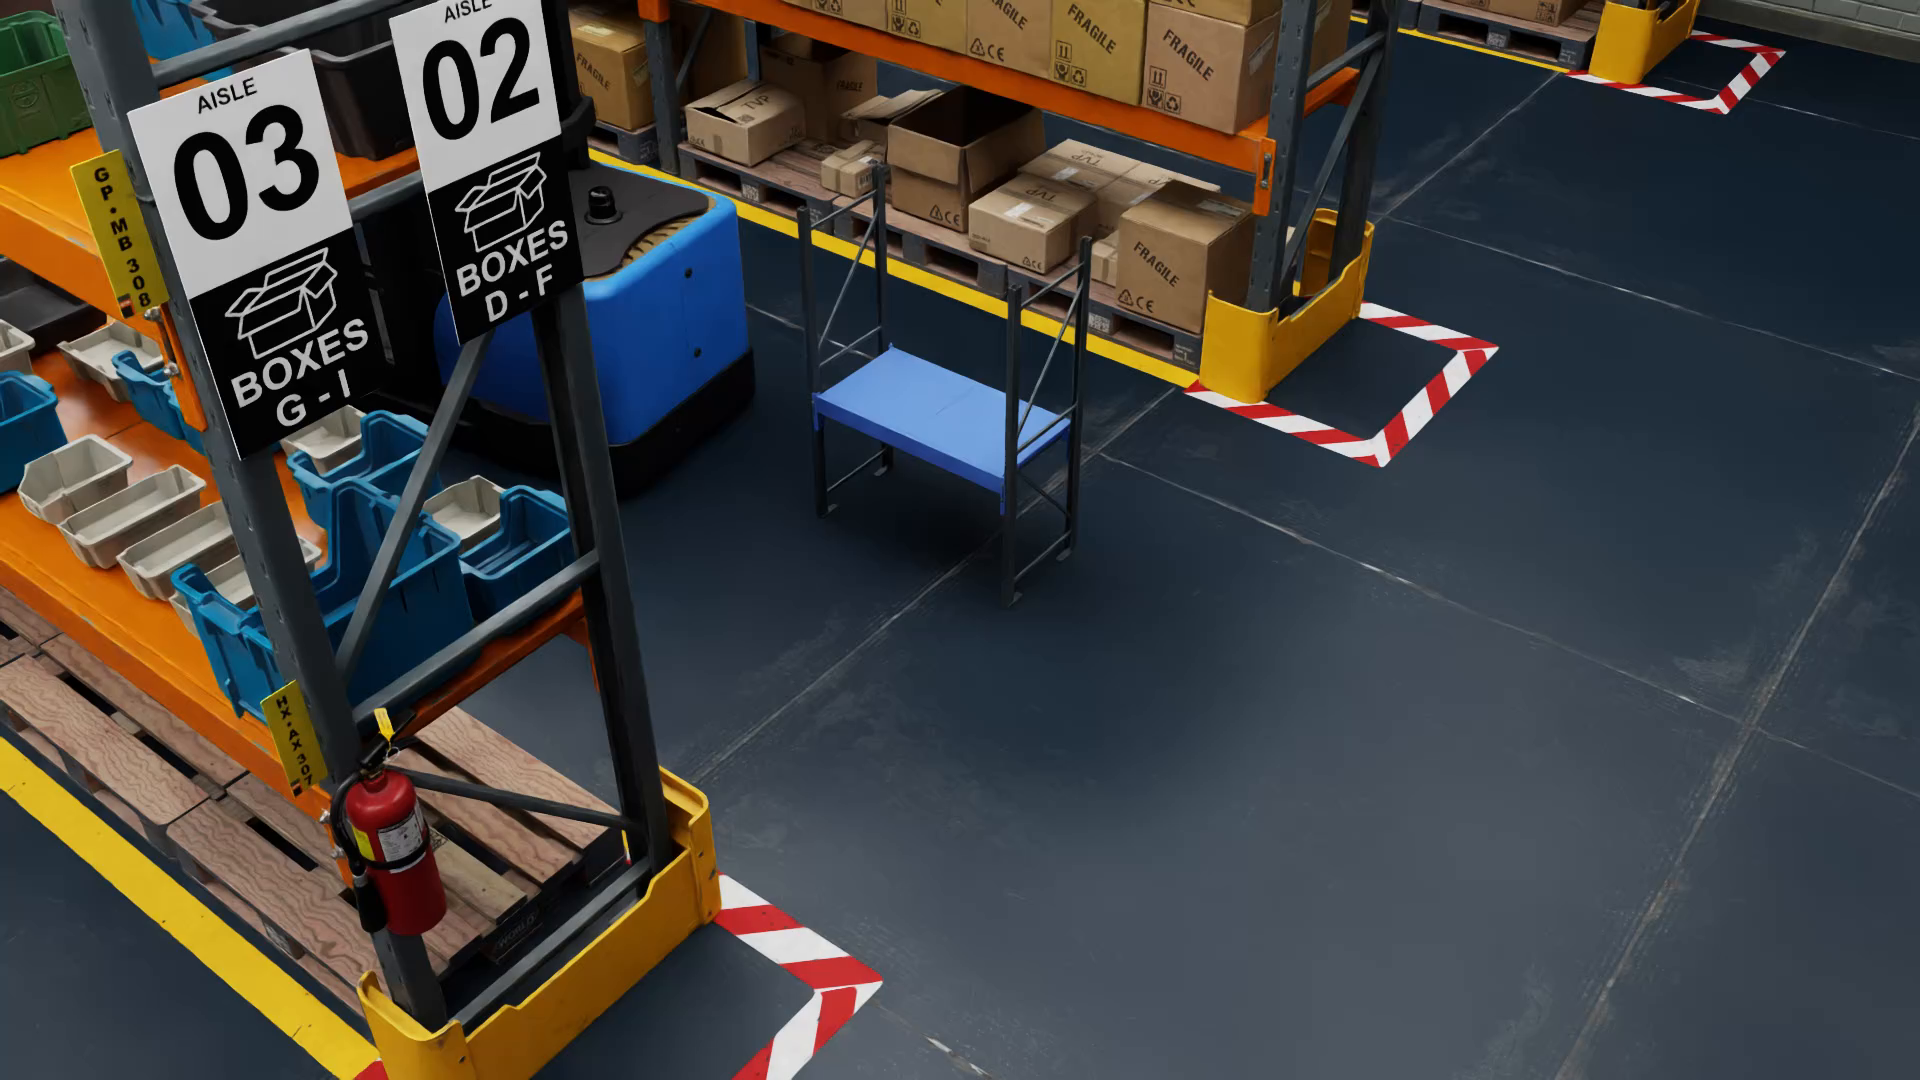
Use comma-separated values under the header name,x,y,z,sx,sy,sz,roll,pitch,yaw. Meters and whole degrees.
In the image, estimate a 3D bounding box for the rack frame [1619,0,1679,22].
name,x,y,z,sx,sy,sz,roll,pitch,yaw
rack frame,4.716,-4.575,10.660,0.127,3.000,1.000,25,45,29

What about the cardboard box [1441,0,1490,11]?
name,x,y,z,sx,sy,sz,roll,pitch,yaw
cardboard box,3.702,-4.157,11.813,0.500,0.500,0.700,25,45,28

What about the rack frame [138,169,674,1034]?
name,x,y,z,sx,sy,sz,roll,pitch,yaw
rack frame,-1.302,0.276,4.464,0.127,3.000,1.000,25,45,29

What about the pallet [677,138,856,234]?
name,x,y,z,sx,sy,sz,roll,pitch,yaw
pallet,-0.922,-2.290,10.004,1.213,0.211,1.003,25,45,29

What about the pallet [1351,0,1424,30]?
name,x,y,z,sx,sy,sz,roll,pitch,yaw
pallet,3.069,-4.195,12.438,1.213,0.211,1.003,25,45,29

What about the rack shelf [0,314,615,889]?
name,x,y,z,sx,sy,sz,roll,pitch,yaw
rack shelf,-2.891,-0.190,5.643,4.000,0.370,1.077,25,45,29

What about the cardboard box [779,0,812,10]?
name,x,y,z,sx,sy,sz,roll,pitch,yaw
cardboard box,-0.819,-3.171,8.786,0.500,0.500,0.500,26,45,29

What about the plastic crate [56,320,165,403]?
name,x,y,z,sx,sy,sz,roll,pitch,yaw
plastic crate,-2.914,-0.637,5.796,0.466,0.136,0.293,25,45,29

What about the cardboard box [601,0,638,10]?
name,x,y,z,sx,sy,sz,roll,pitch,yaw
cardboard box,-2.134,-3.330,10.741,0.500,0.500,0.500,26,45,29

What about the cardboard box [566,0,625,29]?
name,x,y,z,sx,sy,sz,roll,pitch,yaw
cardboard box,-2.421,-3.069,10.407,0.500,0.500,0.500,25,45,29

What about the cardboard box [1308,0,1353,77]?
name,x,y,z,sx,sy,sz,roll,pitch,yaw
cardboard box,1.518,-2.483,7.907,0.500,0.500,0.500,26,45,29

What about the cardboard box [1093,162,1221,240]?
name,x,y,z,sx,sy,sz,roll,pitch,yaw
cardboard box,1.053,-1.769,8.949,0.500,0.250,0.500,25,45,29

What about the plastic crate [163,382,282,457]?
name,x,y,z,sx,sy,sz,roll,pitch,yaw
plastic crate,-2.344,-0.429,5.451,0.300,0.233,0.416,25,45,29

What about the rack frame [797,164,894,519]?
name,x,y,z,sx,sy,sz,roll,pitch,yaw
rack frame,-0.472,-0.813,7.072,0.032,1.500,0.500,25,45,29

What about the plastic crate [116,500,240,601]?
name,x,y,z,sx,sy,sz,roll,pitch,yaw
plastic crate,-2.281,0.024,4.952,0.243,0.136,0.396,25,45,29

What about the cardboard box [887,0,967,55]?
name,x,y,z,sx,sy,sz,roll,pitch,yaw
cardboard box,-0.018,-2.793,8.303,0.500,0.500,0.500,25,44,28

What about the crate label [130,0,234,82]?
name,x,y,z,sx,sy,sz,roll,pitch,yaw
crate label,-1.839,-1.350,4.229,0.502,0.251,0.408,25,45,29

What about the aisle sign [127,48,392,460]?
name,x,y,z,sx,sy,sz,roll,pitch,yaw
aisle sign,-1.423,-0.577,3.445,0.004,0.787,0.394,25,45,29

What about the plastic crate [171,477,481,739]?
name,x,y,z,sx,sy,sz,roll,pitch,yaw
plastic crate,-1.682,0.204,4.478,0.499,0.435,0.616,25,45,29

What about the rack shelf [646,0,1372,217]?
name,x,y,z,sx,sy,sz,roll,pitch,yaw
rack shelf,0.121,-2.614,8.739,4.000,0.370,1.077,25,45,29

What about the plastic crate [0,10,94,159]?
name,x,y,z,sx,sy,sz,roll,pitch,yaw
plastic crate,-2.259,-1.051,3.898,0.336,0.188,0.450,25,45,29

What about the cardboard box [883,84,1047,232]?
name,x,y,z,sx,sy,sz,roll,pitch,yaw
cardboard box,0.028,-2.135,9.212,0.637,0.503,0.797,25,45,29

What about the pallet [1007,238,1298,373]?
name,x,y,z,sx,sy,sz,roll,pitch,yaw
pallet,1.016,-1.377,8.837,1.213,0.211,1.003,25,45,29

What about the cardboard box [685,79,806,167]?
name,x,y,z,sx,sy,sz,roll,pitch,yaw
cardboard box,-1.265,-2.498,9.831,0.500,0.311,0.500,25,45,29

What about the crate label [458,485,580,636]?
name,x,y,z,sx,sy,sz,roll,pitch,yaw
crate label,-1.298,0.065,4.821,0.303,0.233,0.416,25,45,29

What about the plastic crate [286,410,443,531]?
name,x,y,z,sx,sy,sz,roll,pitch,yaw
plastic crate,-1.821,-0.182,5.136,0.300,0.233,0.416,25,45,29

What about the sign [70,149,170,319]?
name,x,y,z,sx,sy,sz,roll,pitch,yaw
sign,-1.624,-0.589,3.220,0.005,0.325,0.100,25,45,29

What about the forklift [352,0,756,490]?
name,x,y,z,sx,sy,sz,roll,pitch,yaw
forklift,-2.527,-2.036,7.473,3.031,2.935,1.130,19,42,23

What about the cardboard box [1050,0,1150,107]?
name,x,y,z,sx,sy,sz,roll,pitch,yaw
cardboard box,0.775,-2.415,7.820,0.500,0.500,0.500,26,45,29

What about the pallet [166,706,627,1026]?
name,x,y,z,sx,sy,sz,roll,pitch,yaw
pallet,-1.934,1.046,5.743,1.213,0.211,1.003,25,45,29

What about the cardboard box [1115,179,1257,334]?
name,x,y,z,sx,sy,sz,roll,pitch,yaw
cardboard box,1.128,-1.420,8.301,0.500,0.500,0.500,25,45,29

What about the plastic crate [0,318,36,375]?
name,x,y,z,sx,sy,sz,roll,pitch,yaw
plastic crate,-3.379,-0.537,5.550,0.530,0.282,0.437,25,45,29

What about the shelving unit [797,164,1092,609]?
name,x,y,z,sx,sy,sz,roll,pitch,yaw
shelving unit,-0.068,-0.622,6.828,1.048,1.500,0.538,25,45,29

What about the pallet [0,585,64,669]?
name,x,y,z,sx,sy,sz,roll,pitch,yaw
pallet,-3.872,0.132,6.910,1.213,0.211,1.003,25,45,29

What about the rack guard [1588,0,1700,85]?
name,x,y,z,sx,sy,sz,roll,pitch,yaw
rack guard,4.736,-3.582,11.419,0.348,0.500,1.175,25,45,29

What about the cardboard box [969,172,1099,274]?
name,x,y,z,sx,sy,sz,roll,pitch,yaw
cardboard box,0.392,-1.692,8.852,0.500,0.250,0.500,25,45,29

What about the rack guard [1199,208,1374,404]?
name,x,y,z,sx,sy,sz,roll,pitch,yaw
rack guard,1.650,-1.192,8.367,0.348,0.500,1.175,25,45,29

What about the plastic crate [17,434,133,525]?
name,x,y,z,sx,sy,sz,roll,pitch,yaw
plastic crate,-2.764,-0.170,5.200,0.250,0.136,0.298,25,45,29

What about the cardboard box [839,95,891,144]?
name,x,y,z,sx,sy,sz,roll,pitch,yaw
cardboard box,-0.508,-2.511,9.980,0.250,0.149,0.380,25,45,29
